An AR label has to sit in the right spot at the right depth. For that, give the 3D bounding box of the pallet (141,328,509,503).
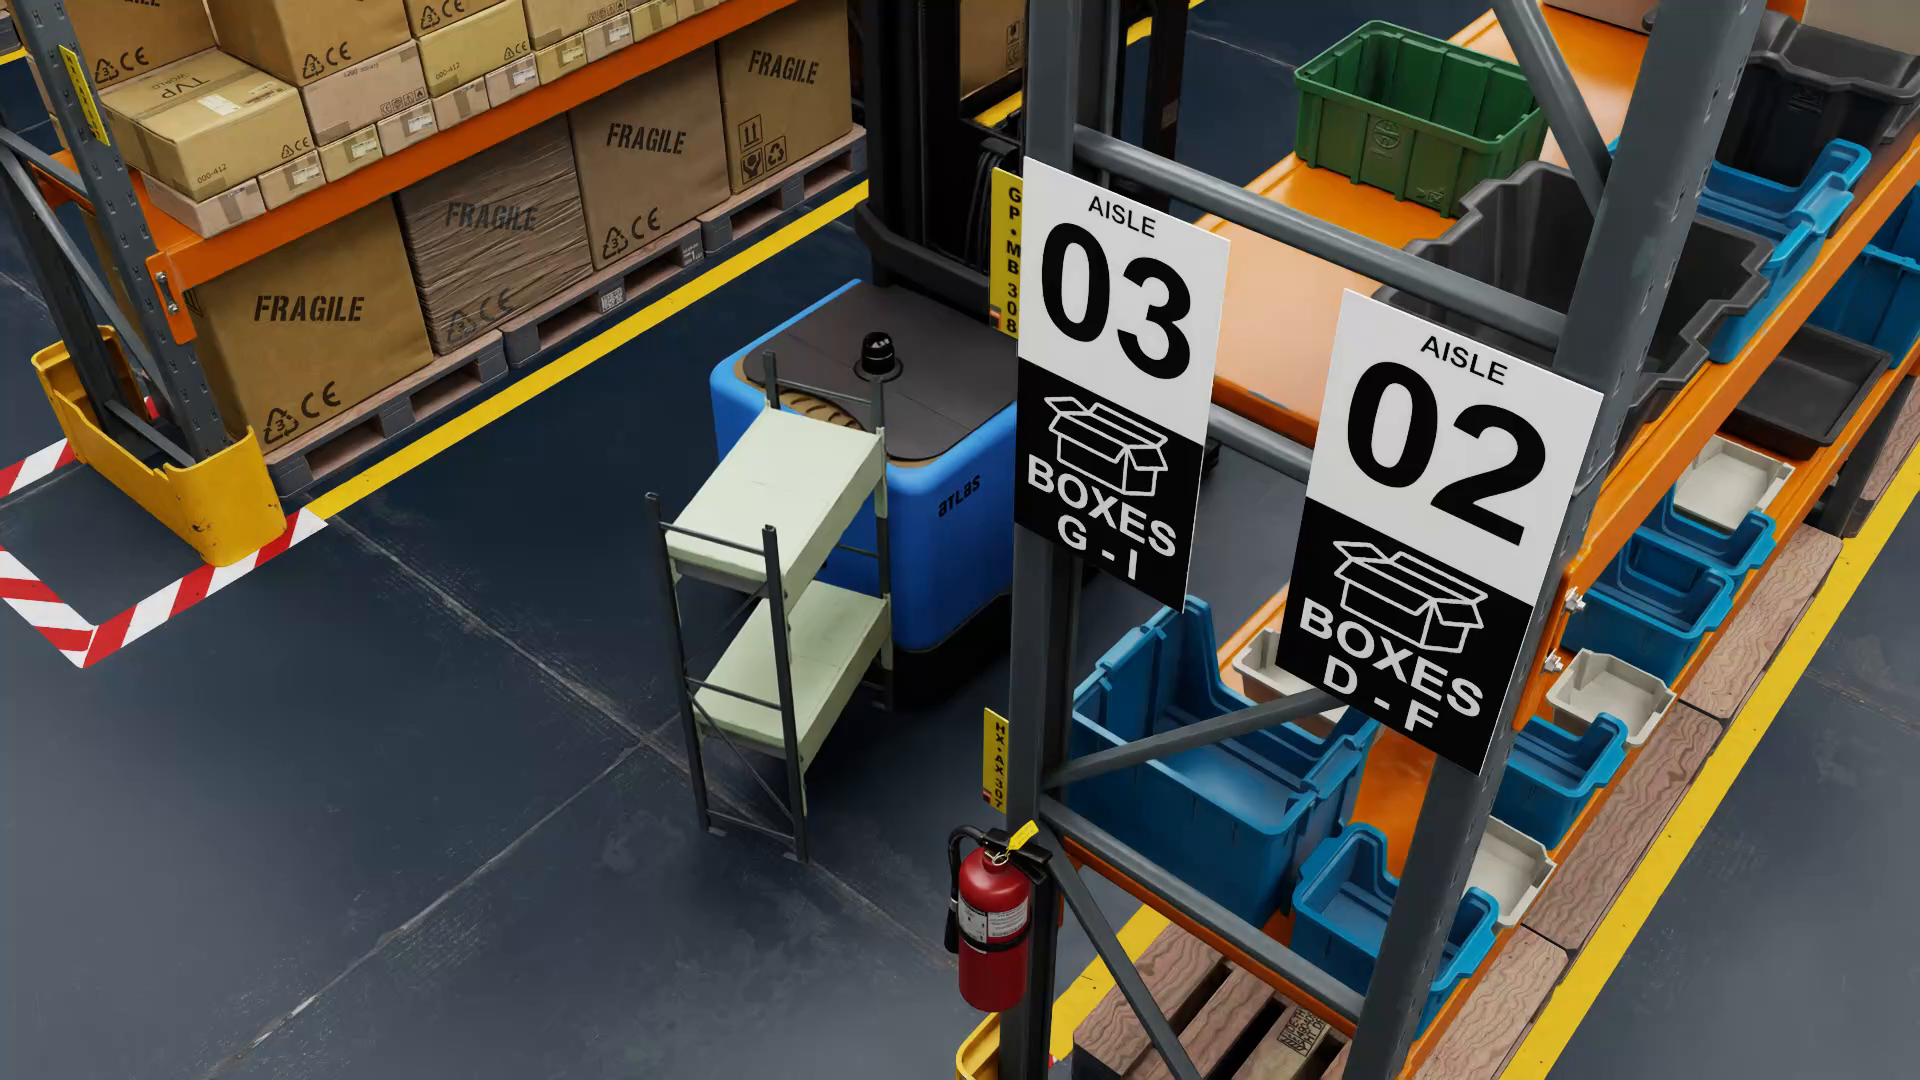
[{"bbox_3d":[-2.811,-0.749,7.417,1.003,0.211,1.213,29,50,28],"label":"pallet"}]

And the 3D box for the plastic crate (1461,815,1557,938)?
[{"bbox_3d":[1.206,0.771,3.824,0.250,0.136,0.298,29,50,28],"label":"plastic crate"}]

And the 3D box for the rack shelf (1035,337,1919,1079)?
[{"bbox_3d":[1.813,0.045,5.005,1.077,0.370,4.000,29,50,28],"label":"rack shelf"}]

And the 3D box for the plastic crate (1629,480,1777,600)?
[{"bbox_3d":[1.977,0.032,4.565,0.416,0.233,0.300,29,50,28],"label":"plastic crate"}]

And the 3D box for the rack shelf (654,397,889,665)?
[{"bbox_3d":[-0.559,-0.041,5.100,0.431,0.370,0.720,15,44,16],"label":"rack shelf"}]

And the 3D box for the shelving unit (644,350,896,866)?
[{"bbox_3d":[-0.559,0.248,5.362,0.431,1.500,0.755,15,44,16],"label":"shelving unit"}]

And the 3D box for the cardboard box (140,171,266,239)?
[{"bbox_3d":[-2.785,-1.282,6.117,0.380,0.149,0.250,30,50,29],"label":"cardboard box"}]

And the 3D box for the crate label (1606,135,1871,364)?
[{"bbox_3d":[1.366,-0.581,3.040,0.408,0.251,0.502,29,50,28],"label":"crate label"}]

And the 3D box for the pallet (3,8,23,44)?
[{"bbox_3d":[-5.613,-3.571,10.520,1.003,0.211,1.213,29,50,28],"label":"pallet"}]

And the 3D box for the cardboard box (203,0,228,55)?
[{"bbox_3d":[-2.830,-2.015,6.627,0.500,0.250,0.500,29,50,28],"label":"cardboard box"}]

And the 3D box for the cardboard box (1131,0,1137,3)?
[{"bbox_3d":[0.843,-4.022,10.211,1.225,0.875,0.875,30,50,29],"label":"cardboard box"}]

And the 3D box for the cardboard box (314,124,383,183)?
[{"bbox_3d":[-2.456,-1.547,6.408,0.380,0.149,0.250,28,49,28],"label":"cardboard box"}]

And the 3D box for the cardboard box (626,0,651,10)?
[{"bbox_3d":[-1.434,-2.578,7.246,0.500,0.250,0.500,31,50,29],"label":"cardboard box"}]

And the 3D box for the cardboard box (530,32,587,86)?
[{"bbox_3d":[-1.796,-2.075,6.989,0.380,0.149,0.250,28,49,27],"label":"cardboard box"}]

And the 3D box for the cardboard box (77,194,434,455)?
[{"bbox_3d":[-2.915,-1.069,6.963,0.875,0.875,0.875,29,50,28],"label":"cardboard box"}]

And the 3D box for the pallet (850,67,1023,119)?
[{"bbox_3d":[-0.252,-2.793,9.665,1.003,0.211,1.213,29,50,28],"label":"pallet"}]

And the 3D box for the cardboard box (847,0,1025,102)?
[{"bbox_3d":[-0.295,-3.102,9.200,1.225,0.875,0.875,30,50,29],"label":"cardboard box"}]

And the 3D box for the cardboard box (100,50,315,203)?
[{"bbox_3d":[-2.750,-1.520,6.083,0.500,0.250,0.500,28,49,27],"label":"cardboard box"}]

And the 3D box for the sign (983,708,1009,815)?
[{"bbox_3d":[0.094,0.519,3.828,0.100,0.325,0.005,29,50,28],"label":"sign"}]

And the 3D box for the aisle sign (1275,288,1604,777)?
[{"bbox_3d":[0.706,0.013,2.574,0.394,0.787,0.004,29,50,28],"label":"aisle sign"}]

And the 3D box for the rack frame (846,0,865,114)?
[{"bbox_3d":[-0.691,-3.395,8.254,1.000,3.000,0.127,29,50,28],"label":"rack frame"}]

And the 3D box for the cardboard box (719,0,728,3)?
[{"bbox_3d":[-1.133,-2.606,7.573,0.380,0.149,0.250,30,50,29],"label":"cardboard box"}]

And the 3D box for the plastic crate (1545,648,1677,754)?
[{"bbox_3d":[1.643,0.421,4.208,0.250,0.136,0.298,29,50,28],"label":"plastic crate"}]

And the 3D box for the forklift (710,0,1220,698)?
[{"bbox_3d":[0.440,-1.433,6.148,1.130,2.935,3.031,30,50,29],"label":"forklift"}]

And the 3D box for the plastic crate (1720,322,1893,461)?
[{"bbox_3d":[2.585,-0.478,5.206,0.437,0.125,0.590,29,50,28],"label":"plastic crate"}]

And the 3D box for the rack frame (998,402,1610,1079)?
[{"bbox_3d":[0.525,0.809,3.630,1.000,3.000,0.127,29,50,28],"label":"rack frame"}]

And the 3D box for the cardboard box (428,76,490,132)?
[{"bbox_3d":[-2.125,-1.812,6.700,0.380,0.149,0.250,29,49,28],"label":"cardboard box"}]

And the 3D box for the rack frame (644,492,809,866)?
[{"bbox_3d":[-0.694,0.476,5.111,0.400,1.500,0.023,15,44,16],"label":"rack frame"}]

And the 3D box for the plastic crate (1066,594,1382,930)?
[{"bbox_3d":[0.598,0.521,3.877,0.616,0.435,0.499,29,50,28],"label":"plastic crate"}]

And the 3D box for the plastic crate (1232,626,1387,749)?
[{"bbox_3d":[0.912,0.386,4.247,0.396,0.136,0.243,29,50,28],"label":"plastic crate"}]

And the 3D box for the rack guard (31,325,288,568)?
[{"bbox_3d":[-3.281,-0.398,6.816,1.175,0.500,0.348,29,50,28],"label":"rack guard"}]

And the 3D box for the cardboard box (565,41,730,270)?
[{"bbox_3d":[-1.756,-1.996,7.982,0.875,0.875,0.875,29,50,28],"label":"cardboard box"}]

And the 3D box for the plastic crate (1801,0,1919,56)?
[{"bbox_3d":[2.188,-1.264,3.769,0.437,0.282,0.530,29,50,28],"label":"plastic crate"}]

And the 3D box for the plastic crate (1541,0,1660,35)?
[{"bbox_3d":[1.665,-1.375,3.998,0.437,0.136,0.530,29,50,28],"label":"plastic crate"}]

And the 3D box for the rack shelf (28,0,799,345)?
[{"bbox_3d":[-1.978,-2.099,7.363,1.077,0.370,4.000,29,50,28],"label":"rack shelf"}]

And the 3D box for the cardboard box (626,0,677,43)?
[{"bbox_3d":[-1.464,-2.341,7.282,0.380,0.149,0.250,29,50,28],"label":"cardboard box"}]

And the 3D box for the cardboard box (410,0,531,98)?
[{"bbox_3d":[-2.094,-2.048,6.663,0.500,0.250,0.500,28,49,27],"label":"cardboard box"}]

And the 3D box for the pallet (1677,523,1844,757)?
[{"bbox_3d":[2.656,0.177,6.399,1.003,0.211,1.213,29,50,28],"label":"pallet"}]

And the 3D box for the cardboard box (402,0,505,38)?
[{"bbox_3d":[-2.099,-2.324,6.410,0.500,0.500,0.500,28,49,27],"label":"cardboard box"}]

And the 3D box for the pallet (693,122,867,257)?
[{"bbox_3d":[-1.241,-2.006,8.799,1.003,0.211,1.213,29,50,28],"label":"pallet"}]

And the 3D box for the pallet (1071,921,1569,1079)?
[{"bbox_3d":[1.086,1.433,5.017,1.003,0.211,1.213,29,50,28],"label":"pallet"}]
